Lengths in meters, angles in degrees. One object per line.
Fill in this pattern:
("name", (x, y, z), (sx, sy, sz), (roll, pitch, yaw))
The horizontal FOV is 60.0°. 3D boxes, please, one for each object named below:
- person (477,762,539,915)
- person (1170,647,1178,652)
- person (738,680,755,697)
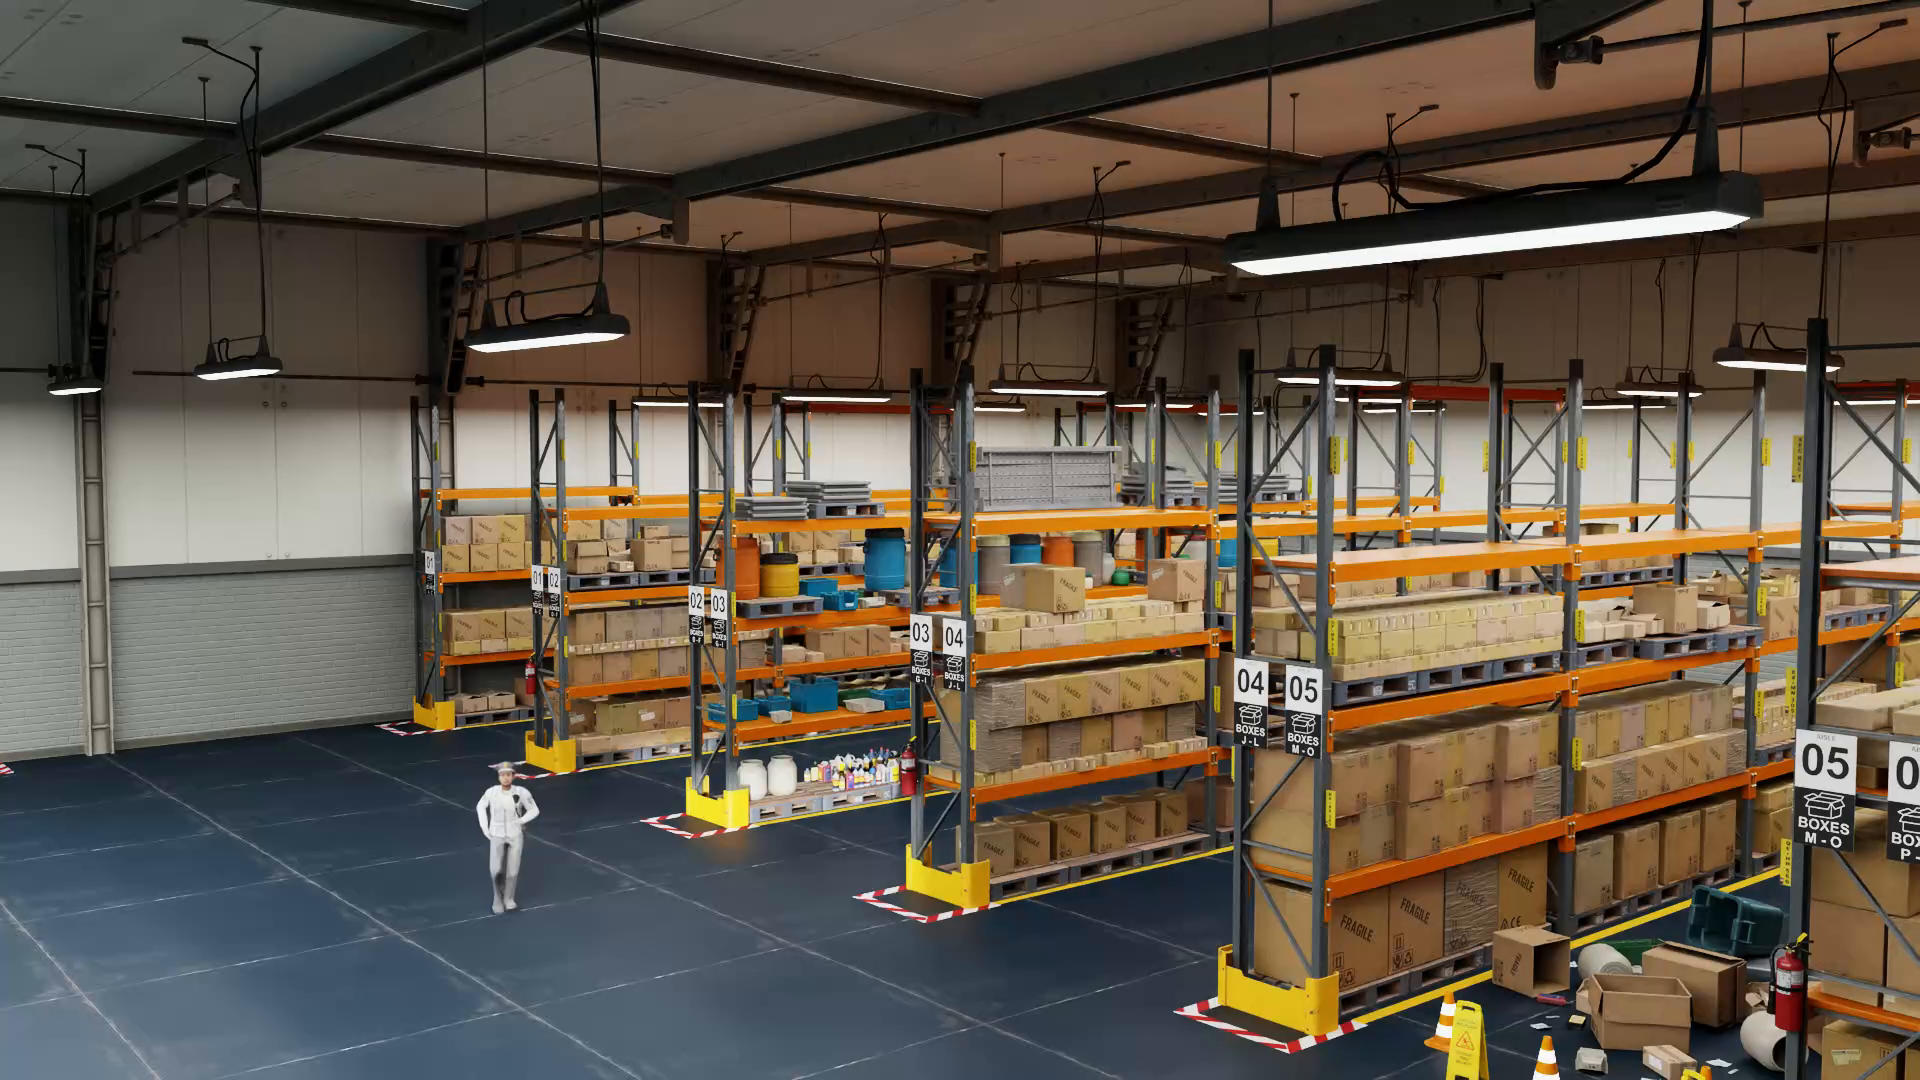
("person", (-4.938, 3.247, 18.151), (0.673, 1.686, 0.573), (-1, 3, -10))
("person", (4.300, 2.439, 32.518), (0.581, 1.625, 0.548), (2, 4, 36))
("person", (-3.972, 2.481, 30.927), (0.894, 1.651, 0.612), (-3, 5, -44))
